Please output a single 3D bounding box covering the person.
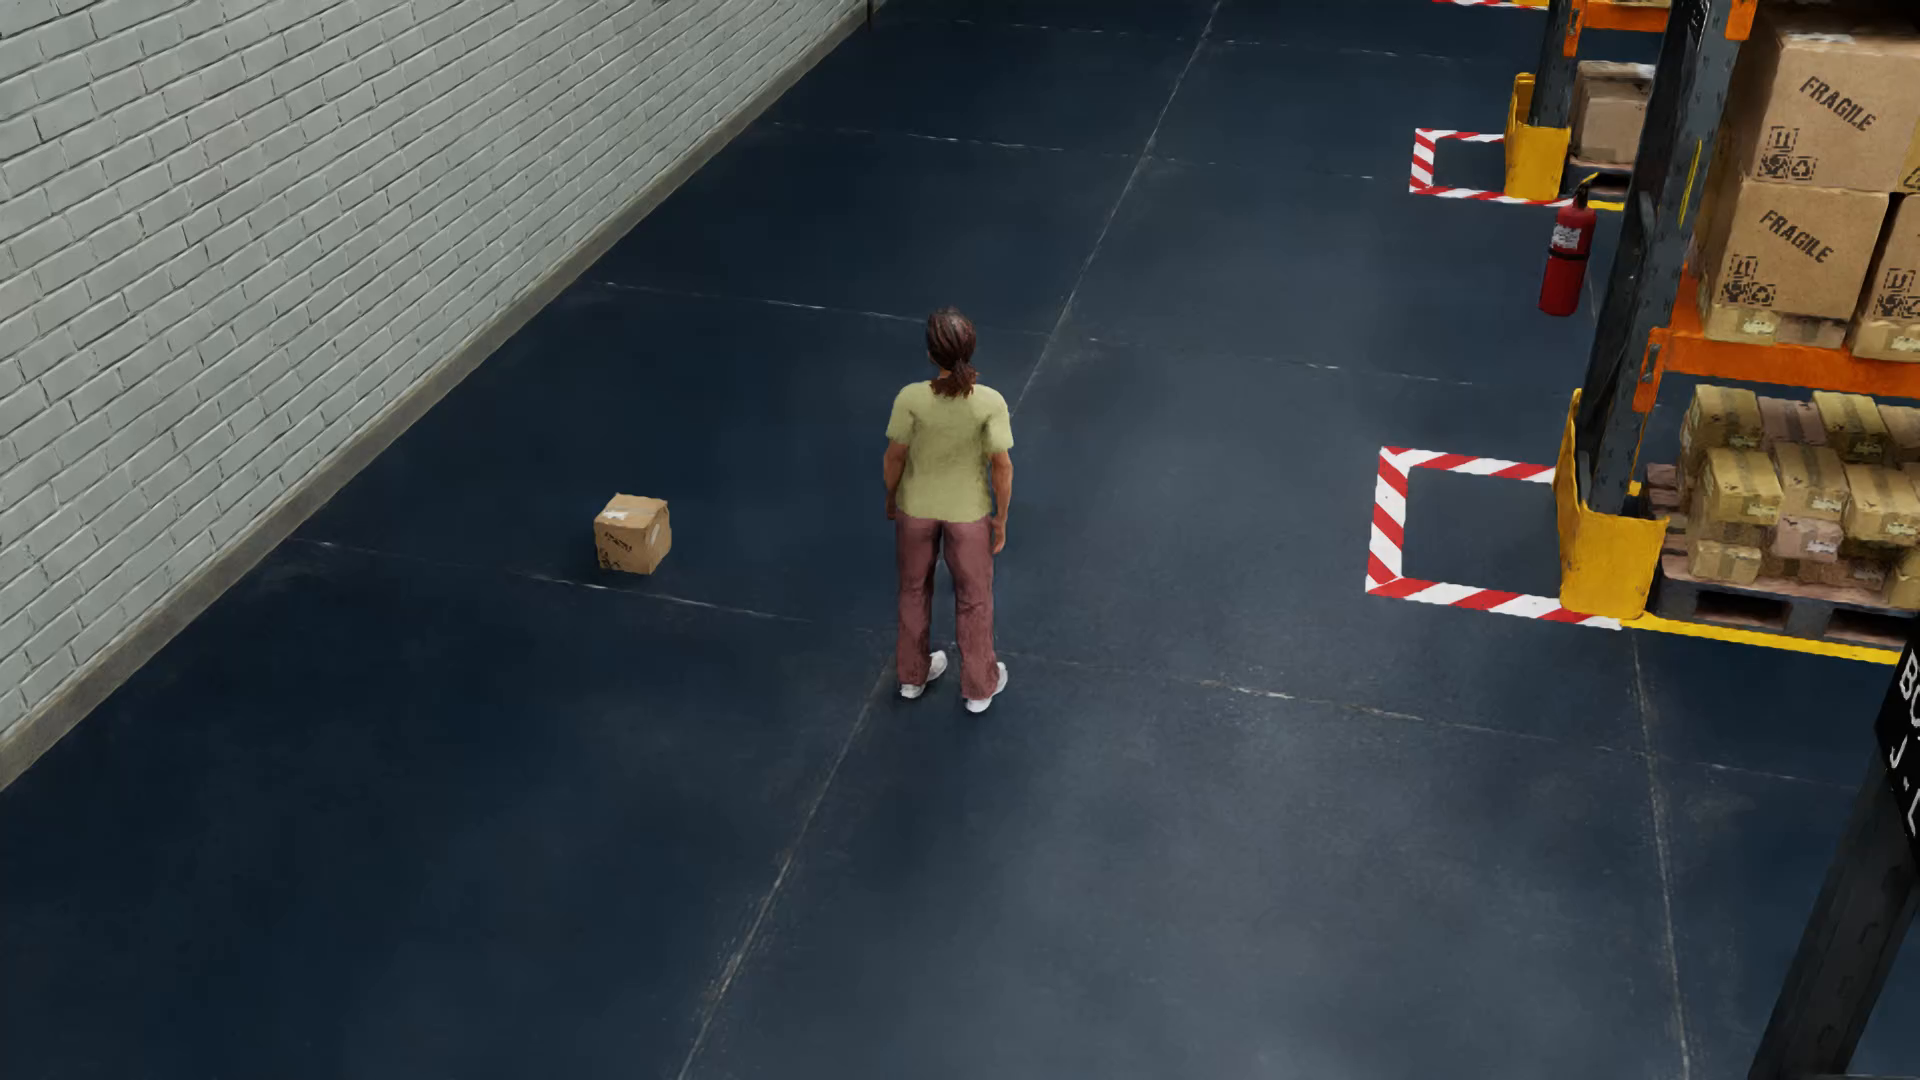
[{"bbox_3d":[-0.045,-0.102,6.255,0.494,1.681,0.371,3,33,5],"label":"person"}]
